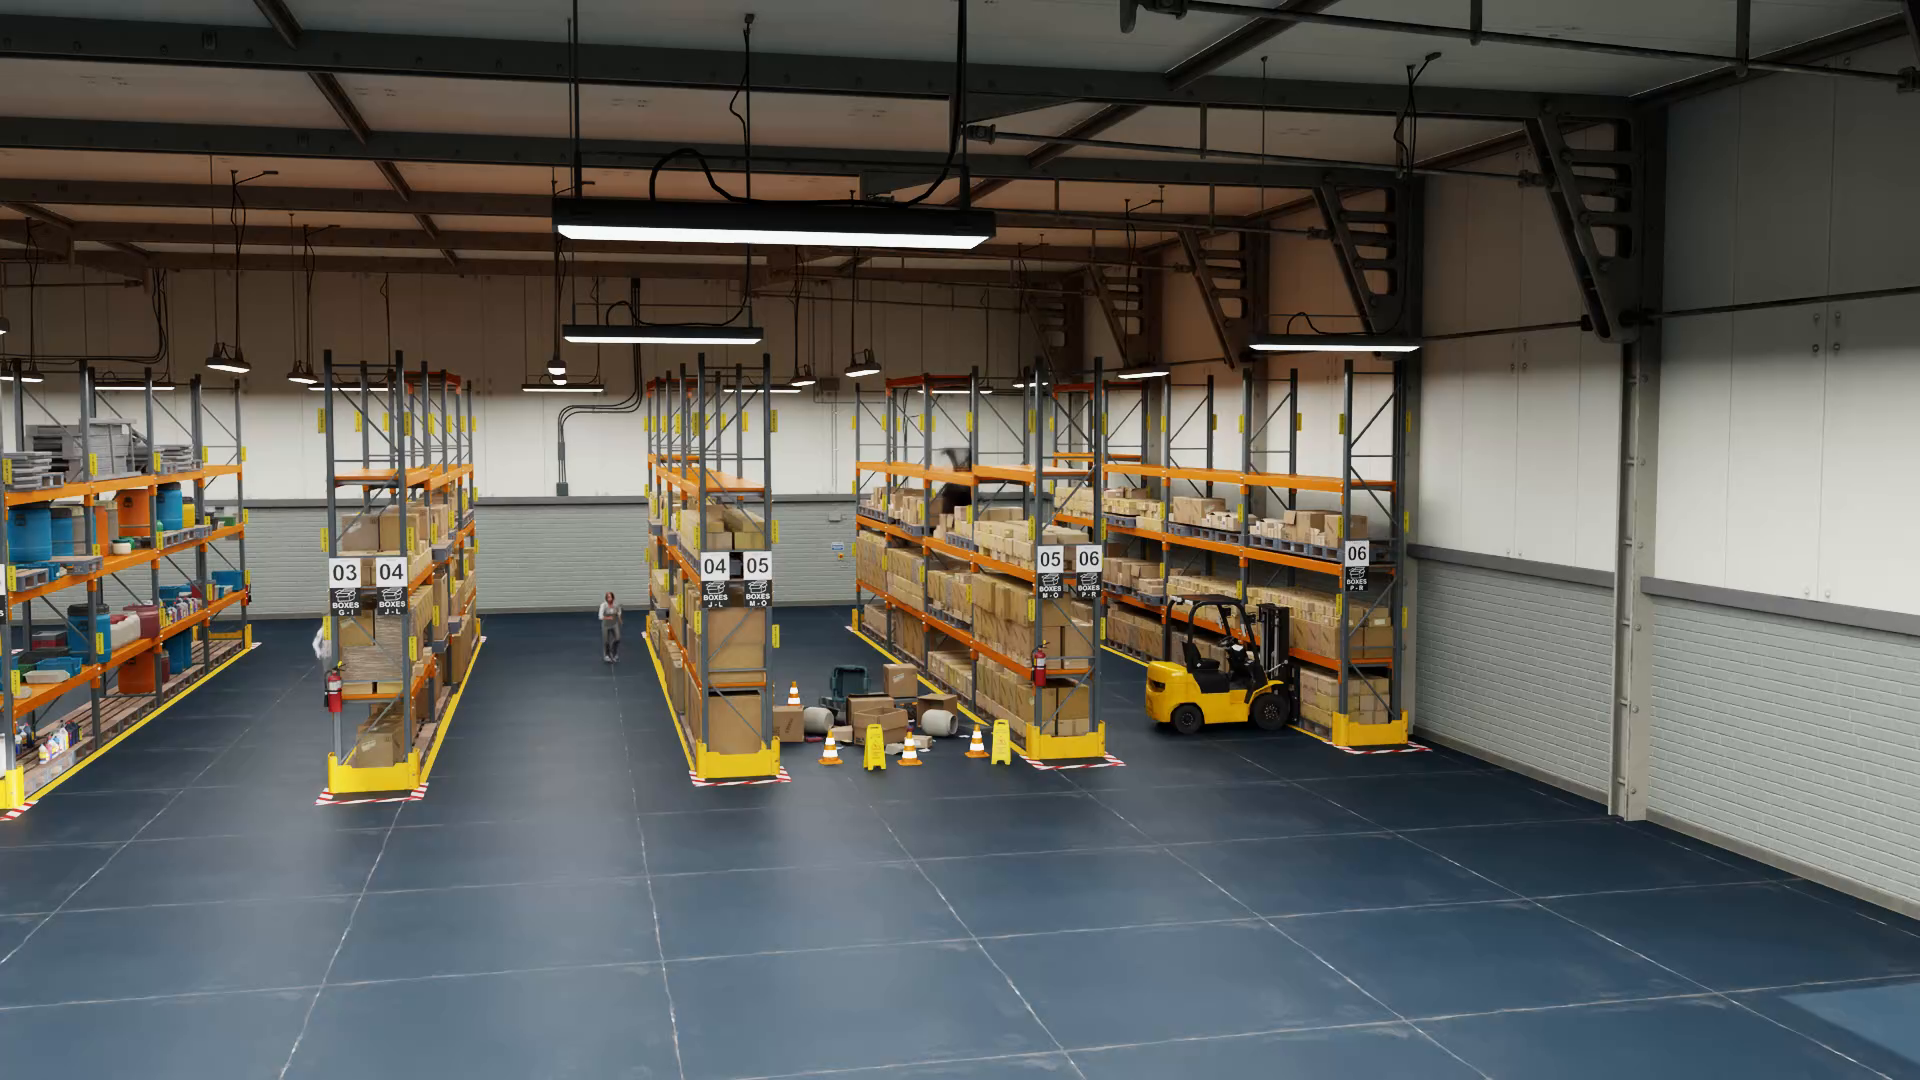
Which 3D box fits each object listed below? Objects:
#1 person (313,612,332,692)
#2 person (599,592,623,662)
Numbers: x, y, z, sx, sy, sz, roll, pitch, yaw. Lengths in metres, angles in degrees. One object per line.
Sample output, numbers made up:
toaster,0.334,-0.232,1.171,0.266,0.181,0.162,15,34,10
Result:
person,-11.337,2.102,30.032,0.629,1.646,0.652,-2,4,-22
person,-7.302,1.815,34.779,0.538,1.506,0.881,-2,4,-22
